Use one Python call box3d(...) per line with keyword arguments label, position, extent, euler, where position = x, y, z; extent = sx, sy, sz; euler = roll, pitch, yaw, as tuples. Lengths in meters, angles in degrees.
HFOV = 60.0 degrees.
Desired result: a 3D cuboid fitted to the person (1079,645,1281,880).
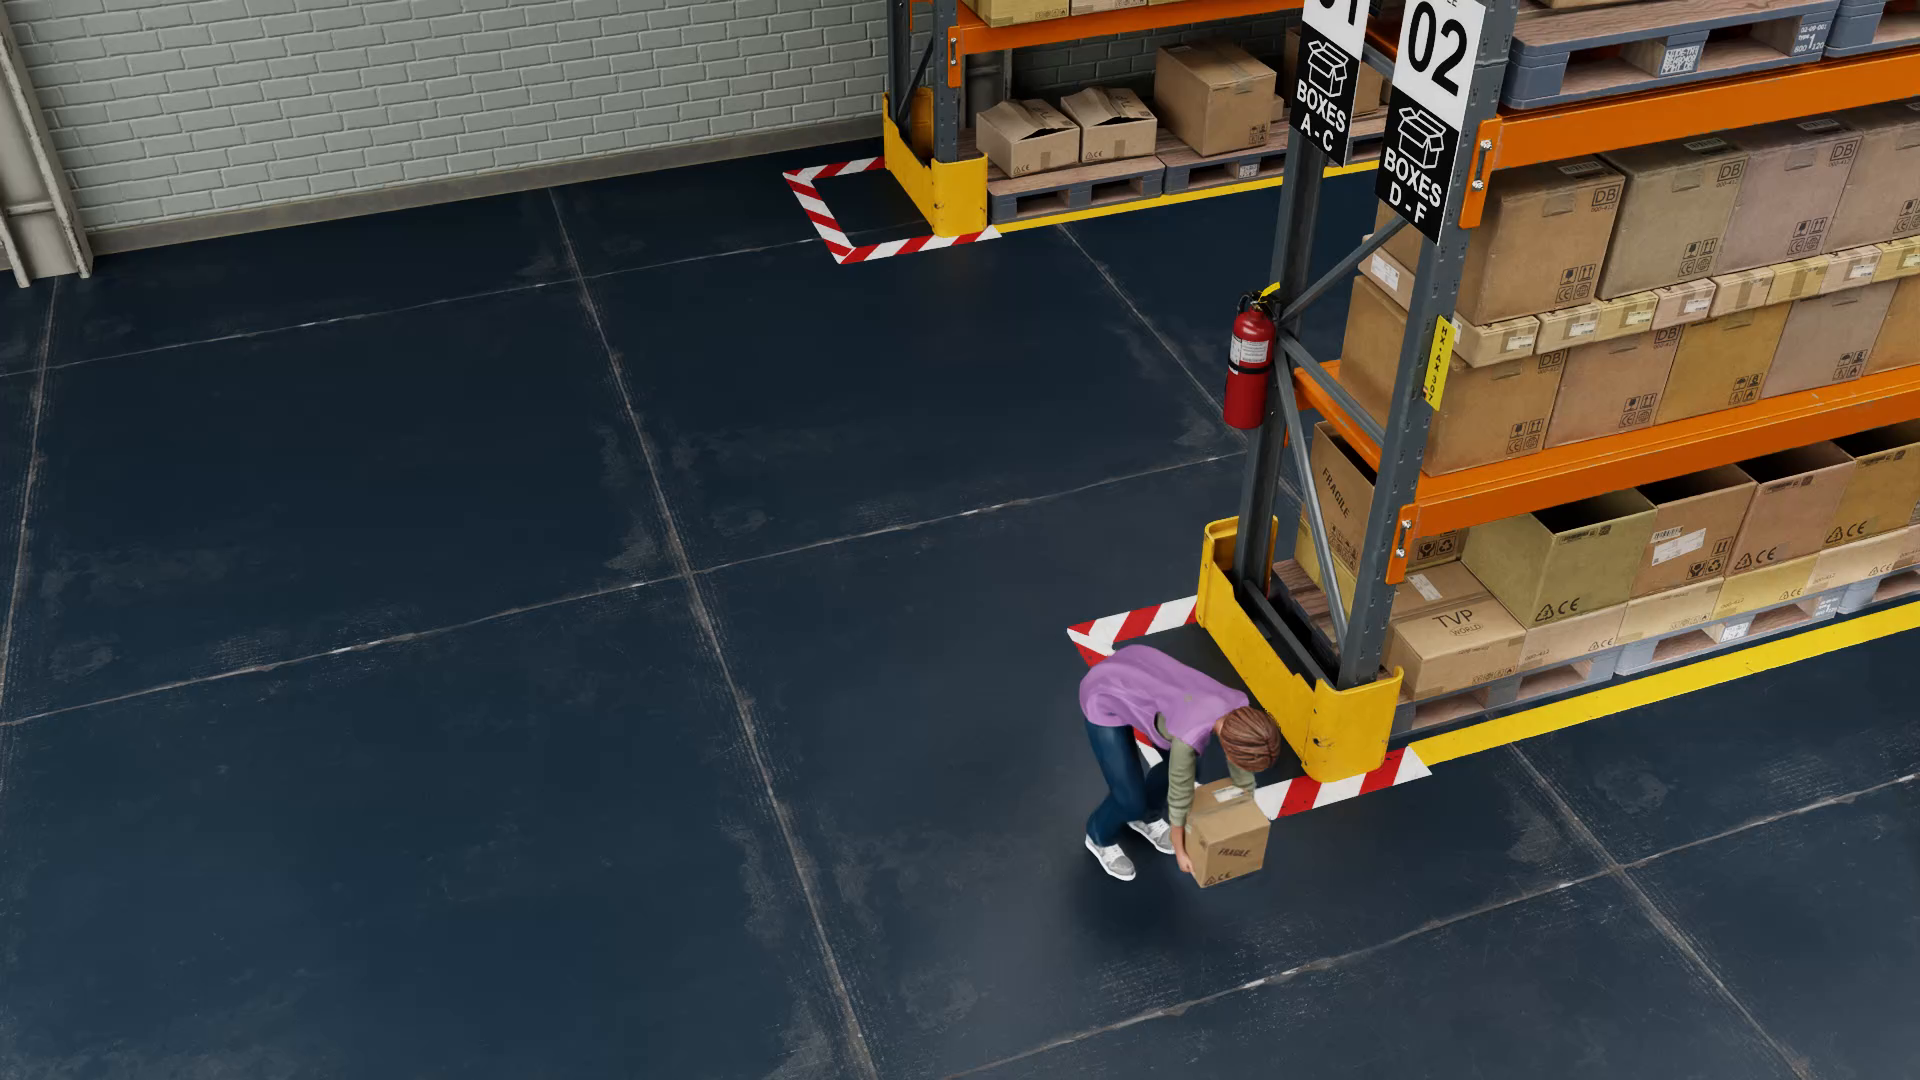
box3d(label="person", position=(0.784, 0.874, 6.106), extent=(0.408, 1.073, 0.850), euler=(-27, 46, -30))
